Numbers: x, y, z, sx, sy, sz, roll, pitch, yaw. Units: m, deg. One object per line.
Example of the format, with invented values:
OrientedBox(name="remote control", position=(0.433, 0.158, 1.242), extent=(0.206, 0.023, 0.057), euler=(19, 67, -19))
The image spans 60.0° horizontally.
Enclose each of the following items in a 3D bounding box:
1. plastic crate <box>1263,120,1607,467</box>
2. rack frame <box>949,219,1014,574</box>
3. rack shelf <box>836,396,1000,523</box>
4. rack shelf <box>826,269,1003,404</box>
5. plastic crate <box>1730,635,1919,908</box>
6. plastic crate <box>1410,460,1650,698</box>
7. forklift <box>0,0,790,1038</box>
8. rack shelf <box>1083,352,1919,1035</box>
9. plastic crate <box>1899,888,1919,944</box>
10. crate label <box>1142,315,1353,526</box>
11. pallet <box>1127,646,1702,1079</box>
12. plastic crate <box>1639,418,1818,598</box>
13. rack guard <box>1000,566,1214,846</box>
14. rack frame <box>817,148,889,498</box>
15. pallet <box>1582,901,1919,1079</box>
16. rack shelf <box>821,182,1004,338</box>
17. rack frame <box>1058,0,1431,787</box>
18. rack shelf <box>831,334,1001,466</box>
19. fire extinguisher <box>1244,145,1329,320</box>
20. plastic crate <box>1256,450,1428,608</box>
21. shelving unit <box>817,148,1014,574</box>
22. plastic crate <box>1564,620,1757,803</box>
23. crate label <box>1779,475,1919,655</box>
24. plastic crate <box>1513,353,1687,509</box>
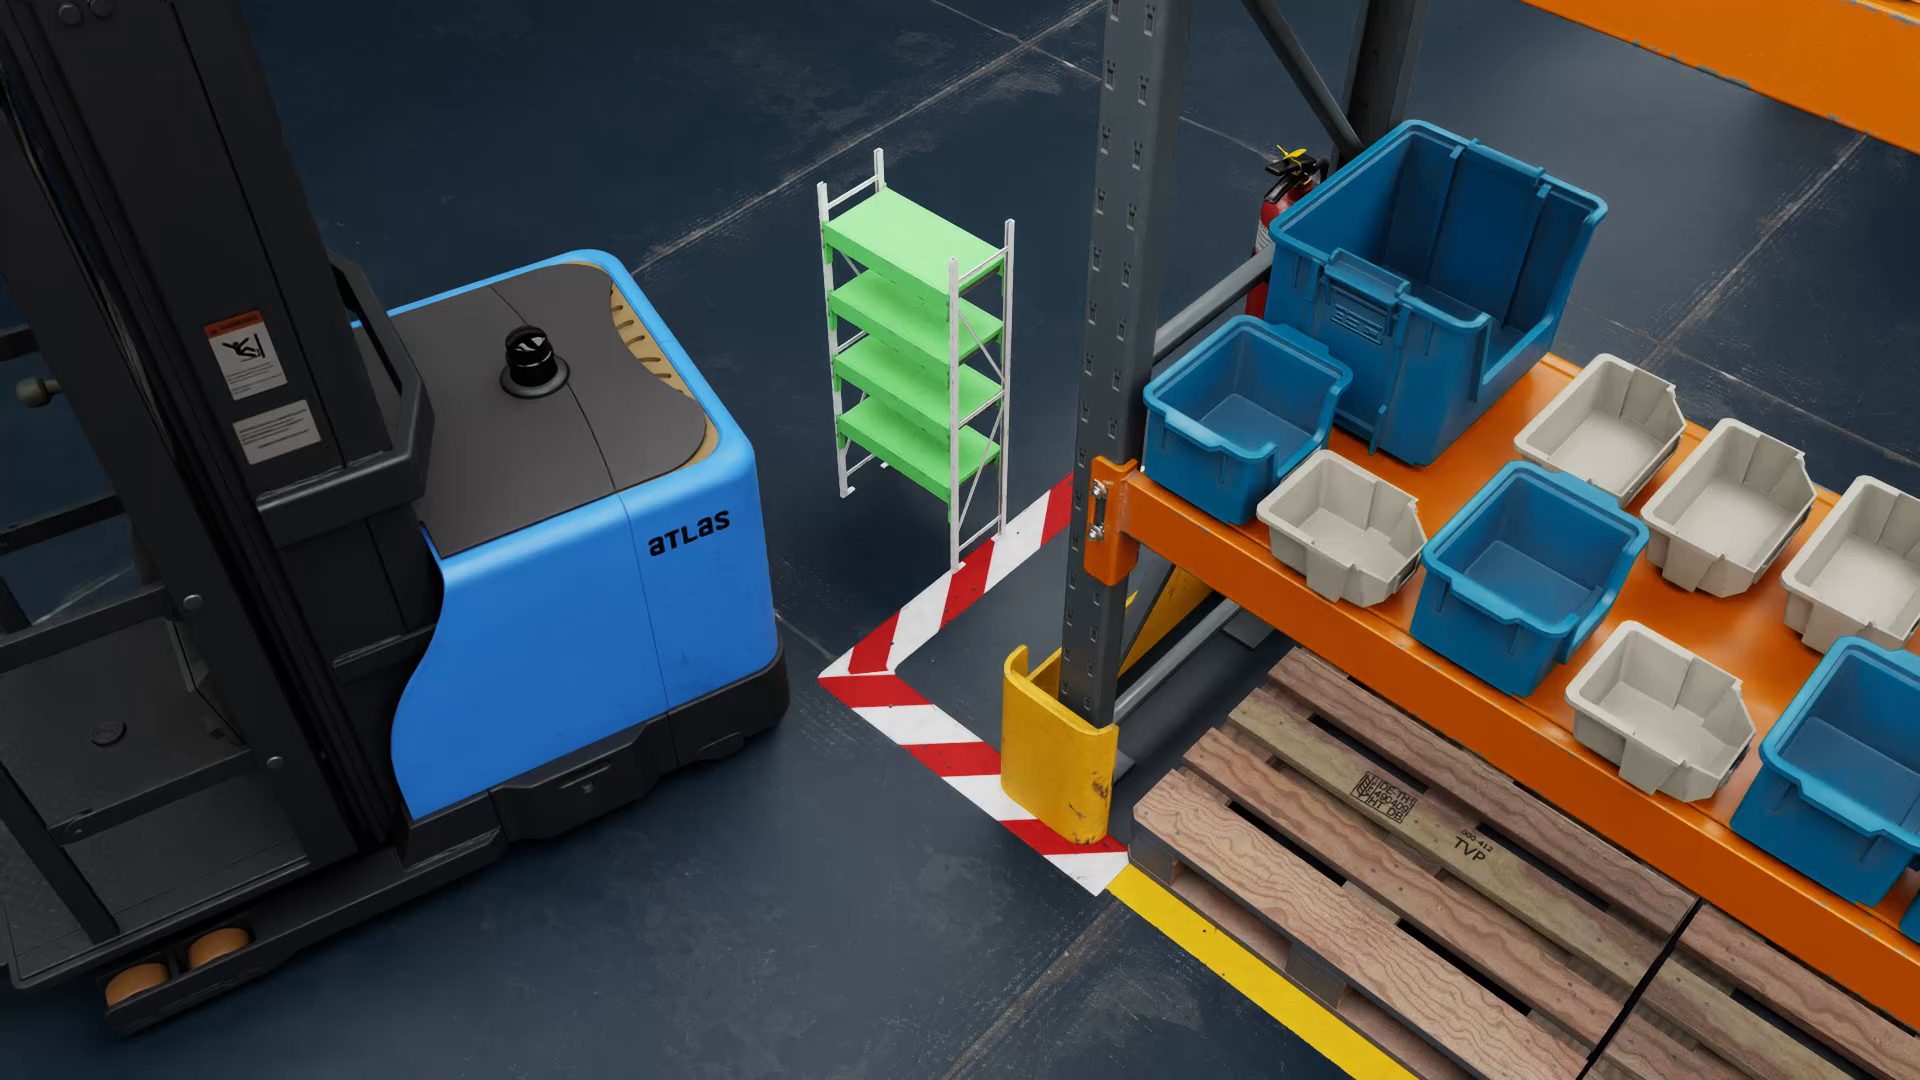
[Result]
OrientedBox(name="plastic crate", position=(1.007, -0.544, 3.638), extent=(0.499, 0.435, 0.616), euler=(34, 55, 28))
OrientedBox(name="rack frame", position=(0.058, -0.372, 4.776), extent=(0.015, 1.200, 0.240), euler=(34, 55, 28))
OrientedBox(name="rack shelf", position=(-0.122, -0.285, 5.111), extent=(0.480, 0.148, 0.258), euler=(34, 55, 28))
OrientedBox(name="rack shelf", position=(-0.122, -0.613, 4.761), extent=(0.480, 0.148, 0.258), euler=(34, 55, 28))
OrientedBox(name="plastic crate", position=(1.560, 0.409, 2.882), extent=(0.300, 0.233, 0.416), euler=(34, 55, 28))
OrientedBox(name="plastic crate", position=(1.076, 0.084, 3.188), extent=(0.300, 0.233, 0.416), euler=(34, 55, 28))
OrientedBox(name="forklift", position=(-2.017, -0.243, 3.468), extent=(3.031, 2.935, 1.130), euler=(-23, 51, -20))
OrientedBox(name="rack shelf", position=(2.104, 0.658, 3.068), extent=(4.000, 0.370, 1.077), euler=(34, 55, 28))
OrientedBox(name="plastic crate", position=(1.781, 0.558, 2.743), extent=(0.300, 0.233, 0.416), euler=(34, 55, 28))
OrientedBox(name="crate label", position=(0.593, -0.242, 3.493), extent=(0.303, 0.233, 0.416), euler=(34, 55, 28))
OrientedBox(name="pallet", position=(1.214, 0.806, 4.348), extent=(1.213, 0.211, 1.003), euler=(34, 55, 28))
OrientedBox(name="plastic crate", position=(1.560, -0.050, 3.379), extent=(0.243, 0.136, 0.396), euler=(34, 55, 28))
OrientedBox(name="rack guard", position=(0.608, 0.274, 4.650), extent=(0.348, 0.500, 1.175), euler=(34, 55, 28))
OrientedBox(name="rack frame", position=(-0.301, -0.613, 5.003), extent=(0.015, 1.200, 0.240), euler=(34, 55, 28))
OrientedBox(name="pallet", position=(2.106, 1.409, 3.782), extent=(1.213, 0.211, 1.003), euler=(34, 55, 28))
OrientedBox(name="rack shelf", position=(-0.122, -0.778, 4.586), extent=(0.480, 0.148, 0.258), euler=(34, 55, 28))
OrientedBox(name="rack frame", position=(0.634, -0.577, 3.734), extent=(0.127, 3.000, 1.000), euler=(34, 55, 28))
OrientedBox(name="rack shelf", position=(-0.122, -0.449, 4.936), extent=(0.480, 0.148, 0.258), euler=(34, 55, 28))
OrientedBox(name="fire extinguisher", position=(0.832, -0.741, 4.197), extent=(0.183, 0.674, 0.296), euler=(34, 55, 28))
OrientedBox(name="plastic crate", position=(0.772, -0.006, 3.338), extent=(0.298, 0.136, 0.250), euler=(34, 55, 28))
OrientedBox(name="shelving unit", position=(-0.122, -0.493, 4.889), extent=(0.503, 1.200, 0.258), euler=(34, 55, 28))
OrientedBox(name="plastic crate", position=(1.271, 0.329, 3.023), extent=(0.298, 0.136, 0.250), euler=(34, 55, 28))
OrientedBox(name="crate label", position=(1.781, 0.075, 3.262), extent=(0.243, 0.136, 0.396), euler=(34, 55, 28))
OrientedBox(name="plastic crate", position=(1.357, -0.201, 3.521), extent=(0.243, 0.136, 0.396), euler=(34, 55, 28))
